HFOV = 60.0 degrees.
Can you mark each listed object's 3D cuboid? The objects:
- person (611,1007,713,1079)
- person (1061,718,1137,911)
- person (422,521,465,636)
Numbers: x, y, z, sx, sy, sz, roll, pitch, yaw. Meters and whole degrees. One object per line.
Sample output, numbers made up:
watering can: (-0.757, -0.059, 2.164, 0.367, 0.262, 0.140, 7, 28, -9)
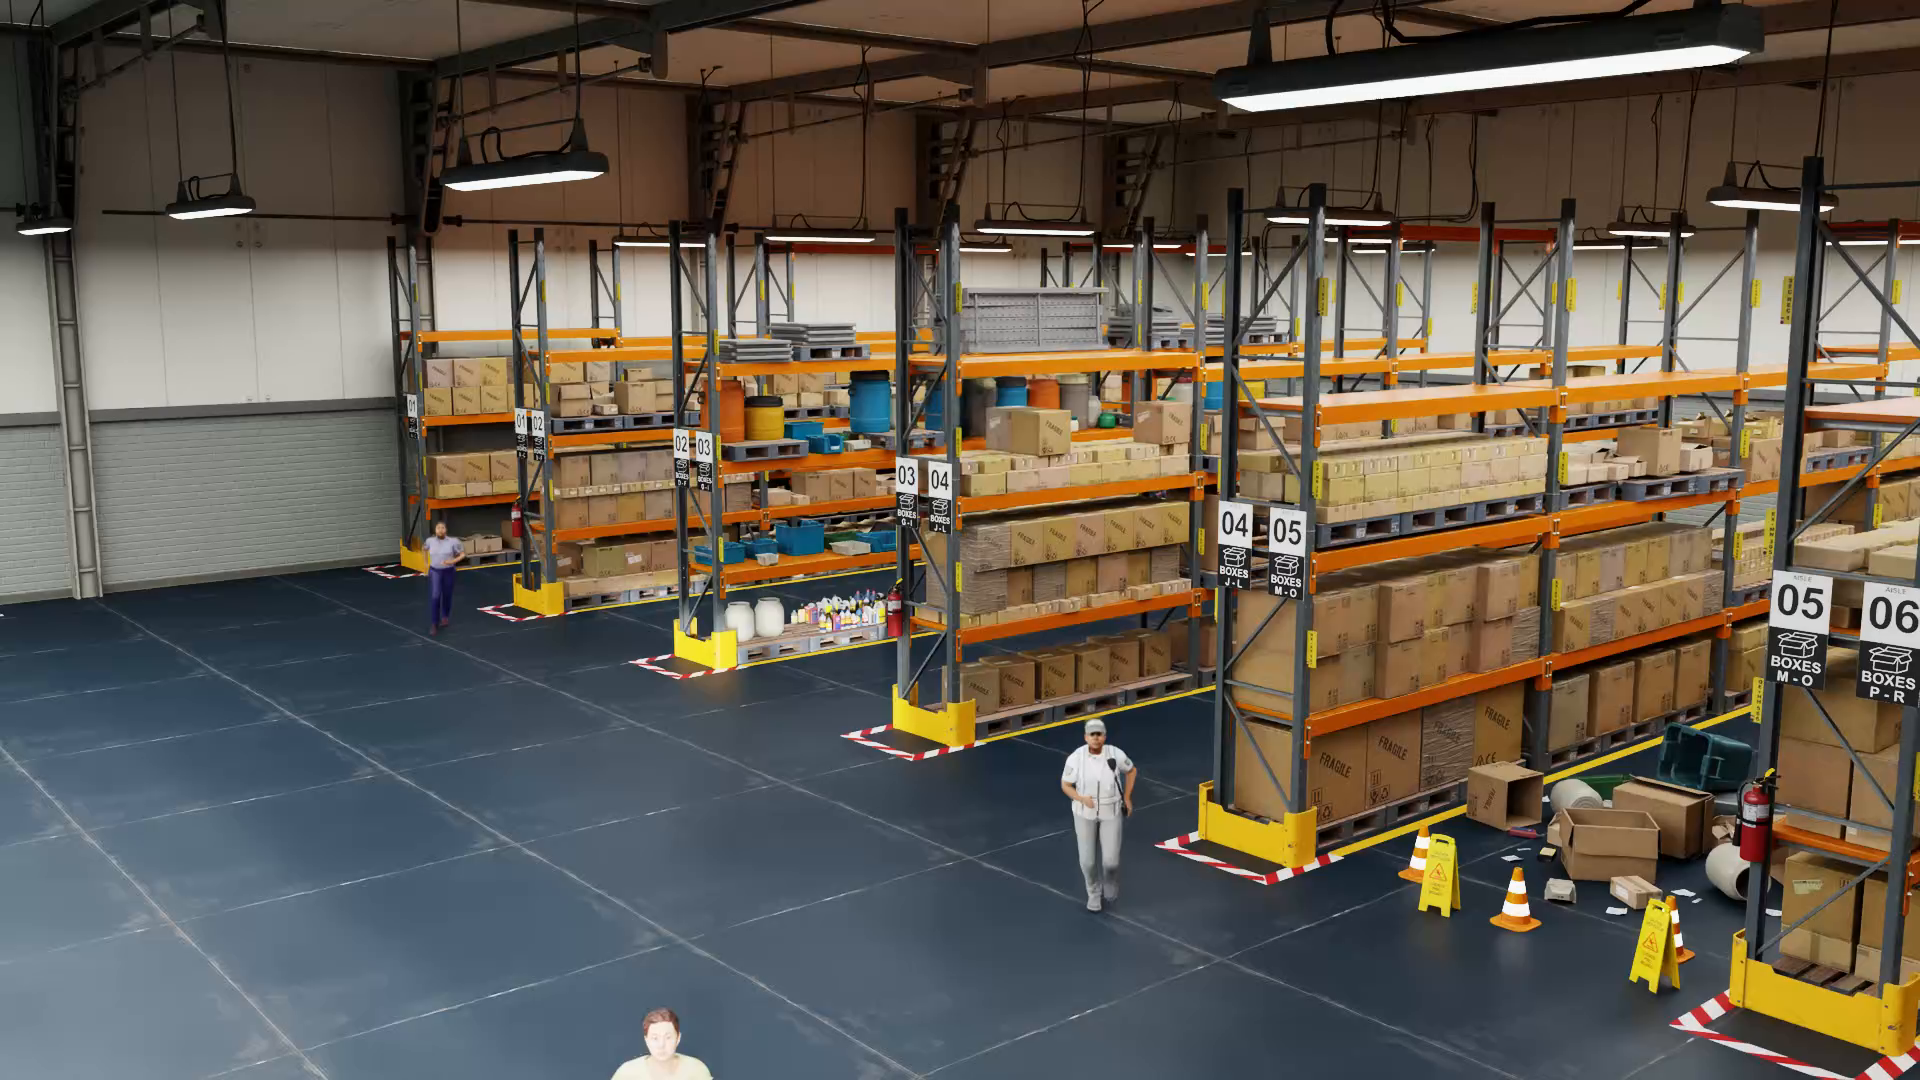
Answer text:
person: (-1.476, 3.127, 8.255, 0.576, 1.605, 0.547, -2, 9, -11)
person: (1.137, 2.275, 13.694, 0.617, 1.625, 0.563, 1, 9, 7)
person: (-7.714, 0.552, 24.886, 0.614, 1.699, 0.767, -3, 9, -17)
